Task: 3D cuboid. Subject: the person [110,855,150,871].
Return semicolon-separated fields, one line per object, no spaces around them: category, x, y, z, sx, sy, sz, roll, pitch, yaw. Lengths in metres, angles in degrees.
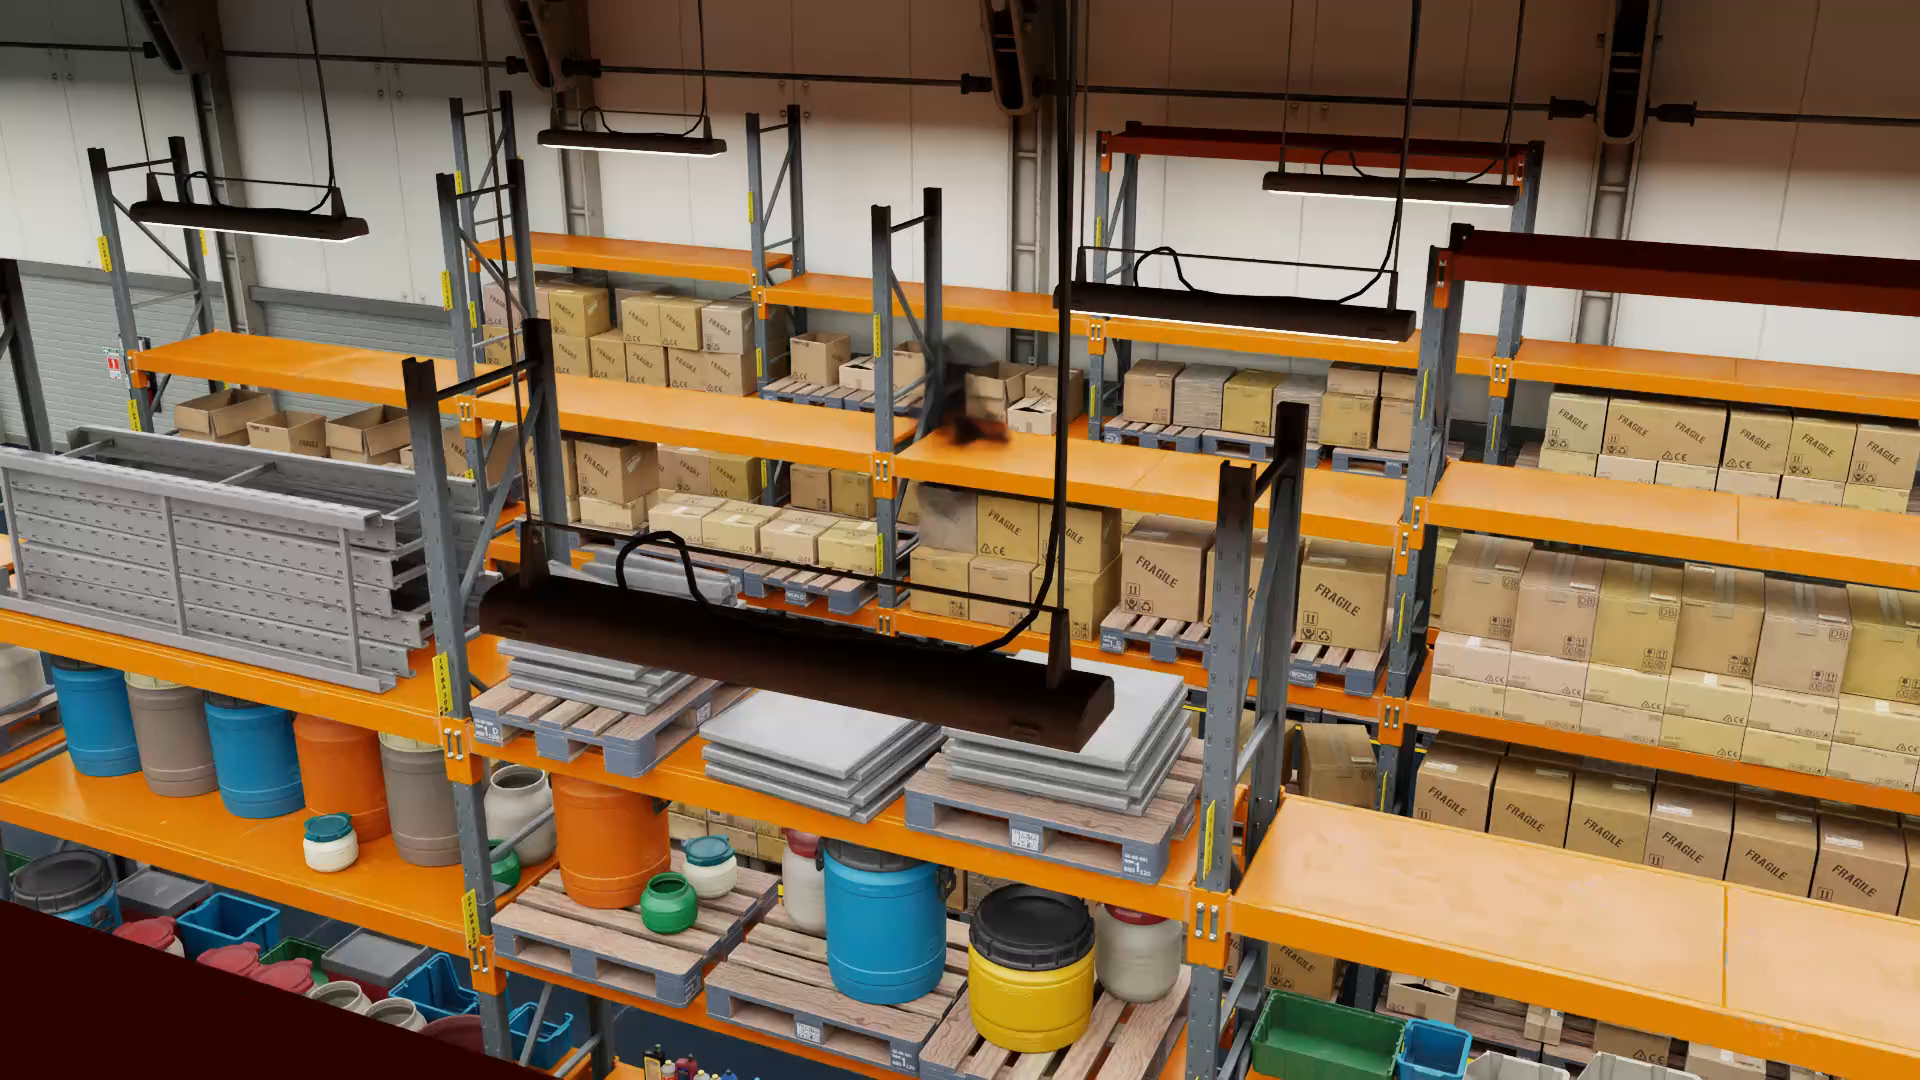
person;-6.553;2.550;13.454;0.605;1.718;0.696;6;21;17
